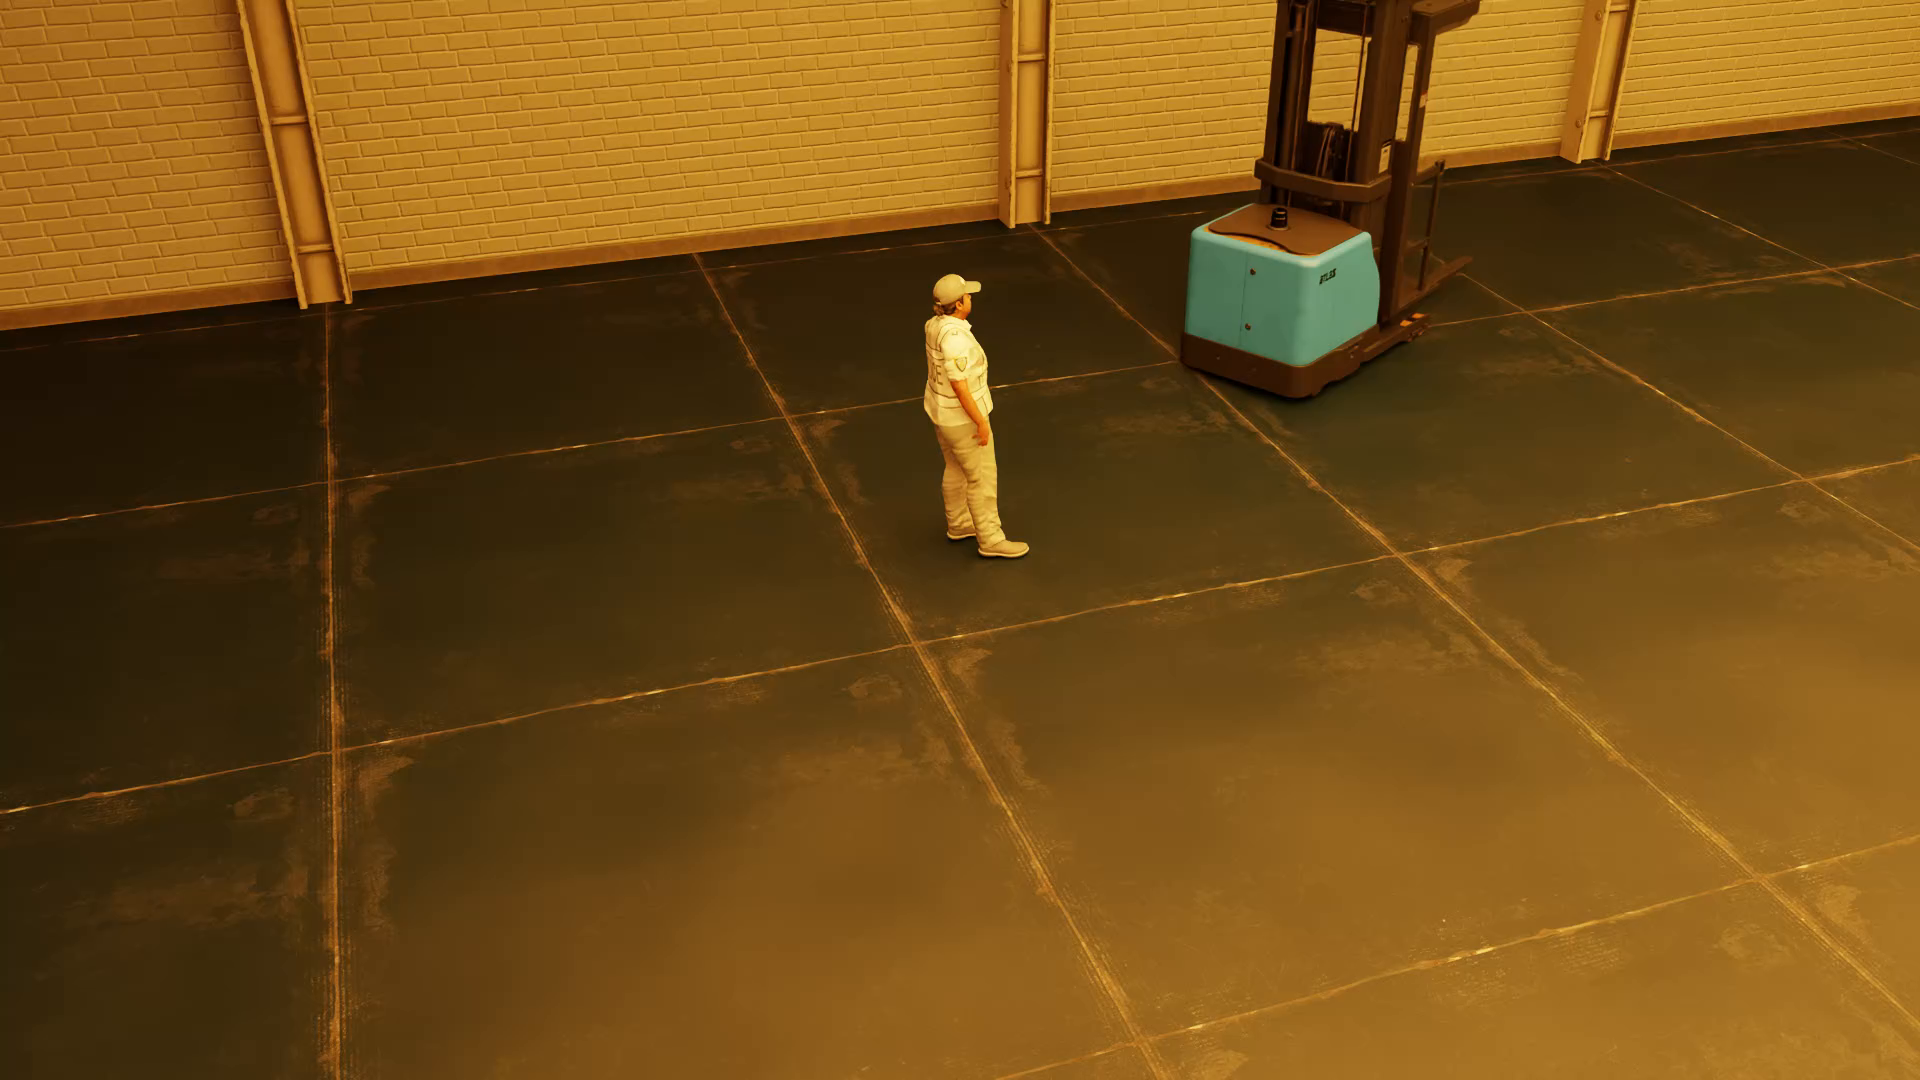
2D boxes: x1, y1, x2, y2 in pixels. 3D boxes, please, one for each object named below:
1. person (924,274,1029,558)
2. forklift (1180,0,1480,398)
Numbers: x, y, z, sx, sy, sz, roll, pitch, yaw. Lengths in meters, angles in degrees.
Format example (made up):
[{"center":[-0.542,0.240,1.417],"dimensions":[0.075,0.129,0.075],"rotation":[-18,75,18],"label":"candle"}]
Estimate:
[{"center":[0.080,-0.731,9.609],"dimensions":[0.529,1.670,0.598],"rotation":[-10,31,-16],"label":"person"},{"center":[2.951,-2.917,12.157],"dimensions":[1.130,2.935,3.031],"rotation":[23,37,34],"label":"forklift"}]
